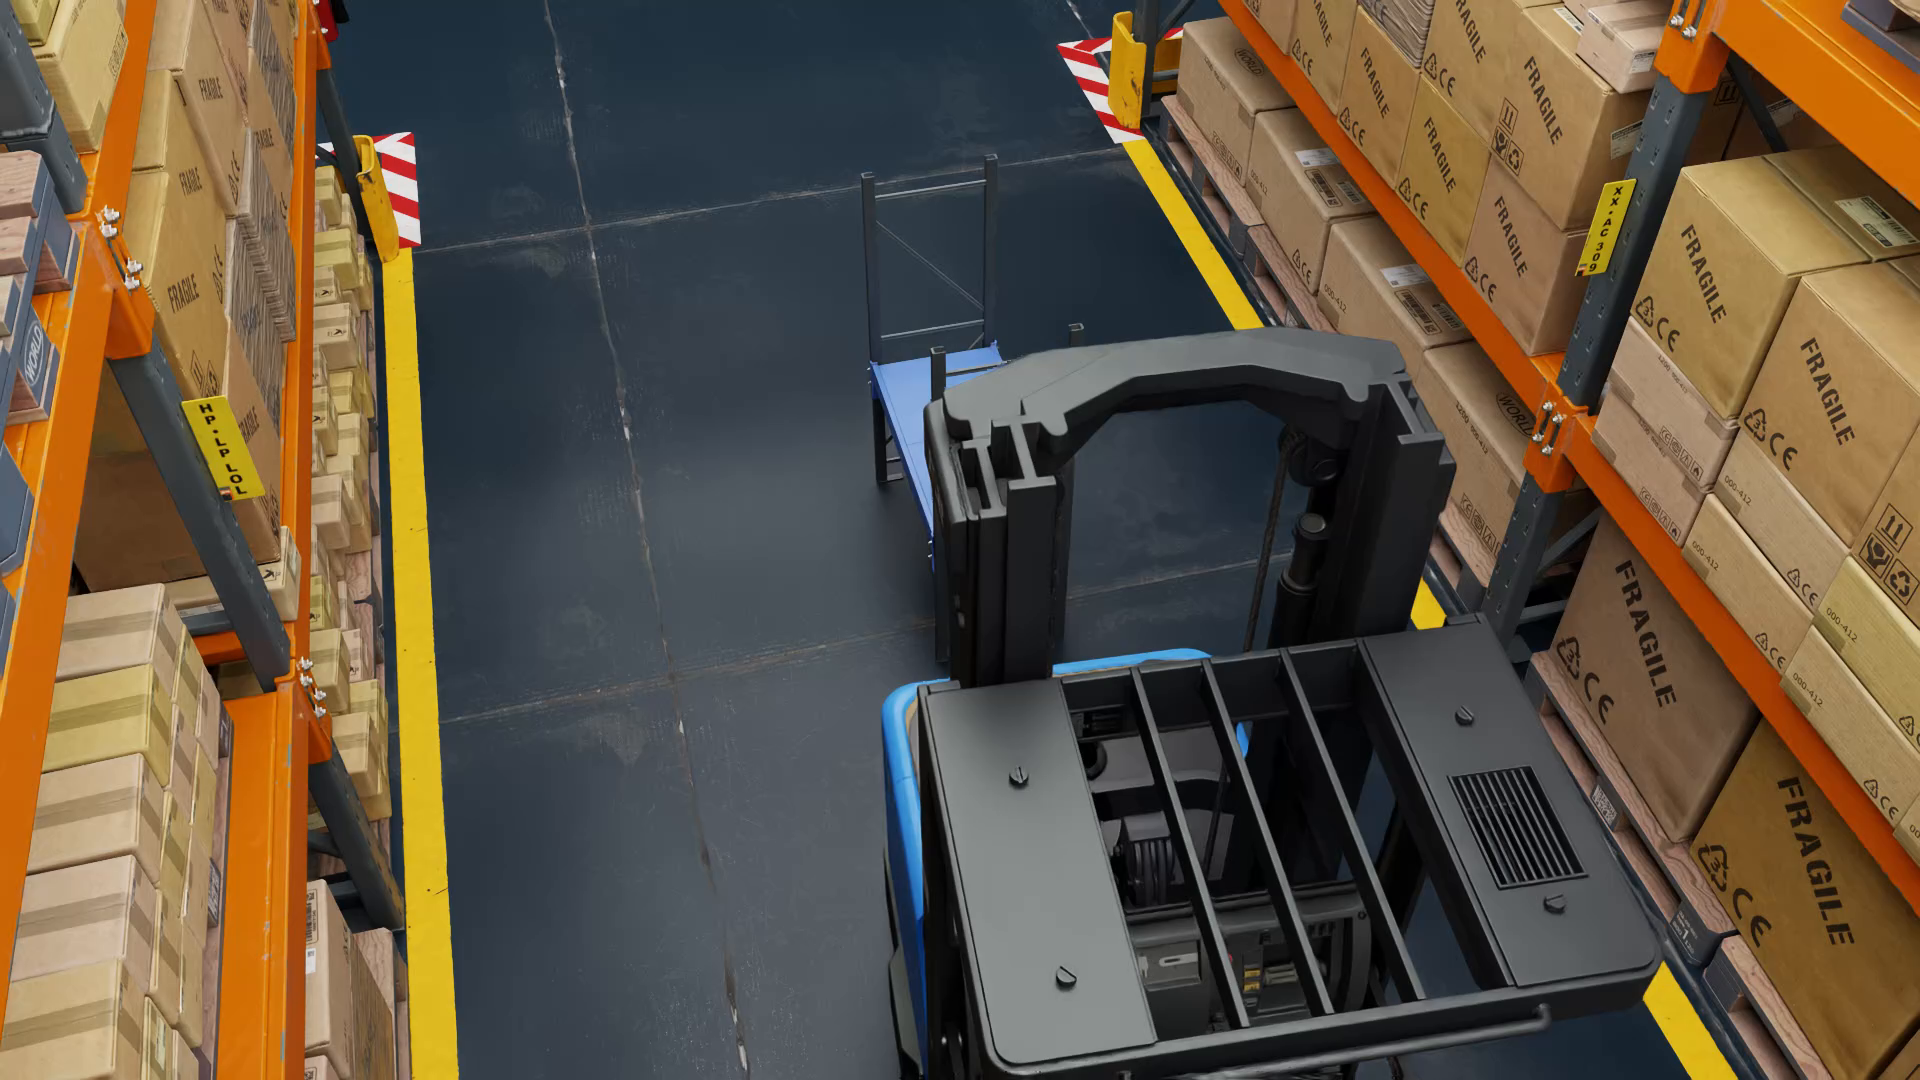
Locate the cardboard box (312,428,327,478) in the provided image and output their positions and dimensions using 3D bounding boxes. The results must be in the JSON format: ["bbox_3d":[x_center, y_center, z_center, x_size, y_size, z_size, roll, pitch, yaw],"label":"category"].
[{"bbox_3d":[-2.566,-0.250,6.180,0.380,0.149,0.250,-12,47,-12],"label":"cardboard box"}]

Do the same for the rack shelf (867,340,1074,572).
[{"bbox_3d":[0.022,-0.340,6.285,0.538,0.185,1.000,-11,47,-10],"label":"rack shelf"}]

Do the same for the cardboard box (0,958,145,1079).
[{"bbox_3d":[-1.776,0.979,3.155,0.380,0.149,0.250,-12,47,-12],"label":"cardboard box"}]

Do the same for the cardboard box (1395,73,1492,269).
[{"bbox_3d":[1.928,-1.348,5.901,0.500,0.500,0.500,-12,47,-11],"label":"cardboard box"}]

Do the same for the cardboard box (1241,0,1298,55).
[{"bbox_3d":[1.521,-2.399,6.931,0.500,0.500,0.500,-11,47,-11],"label":"cardboard box"}]

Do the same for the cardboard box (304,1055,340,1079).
[{"bbox_3d":[-1.775,1.580,4.032,0.500,0.250,0.500,-9,46,-8],"label":"cardboard box"}]

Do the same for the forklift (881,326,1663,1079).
[{"bbox_3d":[0.507,1.133,3.588,1.130,2.935,3.031,-7,46,-7],"label":"forklift"}]

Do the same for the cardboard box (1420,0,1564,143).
[{"bbox_3d":[1.921,-1.697,5.543,0.500,0.500,0.500,-11,47,-11],"label":"cardboard box"}]

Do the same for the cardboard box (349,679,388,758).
[{"bbox_3d":[-2.179,0.646,5.718,0.380,0.149,0.250,-9,46,-9],"label":"cardboard box"}]

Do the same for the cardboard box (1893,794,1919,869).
[{"bbox_3d":[2.657,0.780,3.991,0.500,0.250,0.500,-11,47,-11],"label":"cardboard box"}]

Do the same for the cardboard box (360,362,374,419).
[{"bbox_3d":[-2.666,-0.606,6.946,0.380,0.149,0.250,-13,47,-12],"label":"cardboard box"}]

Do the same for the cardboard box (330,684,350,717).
[{"bbox_3d":[-2.263,0.569,5.586,0.380,0.149,0.250,-10,46,-10],"label":"cardboard box"}]

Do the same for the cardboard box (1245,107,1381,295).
[{"bbox_3d":[1.915,-1.629,7.747,0.875,0.438,0.875,-10,46,-9],"label":"cardboard box"}]

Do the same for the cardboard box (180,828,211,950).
[{"bbox_3d":[-1.906,0.820,3.728,0.380,0.149,0.250,-11,47,-10],"label":"cardboard box"}]

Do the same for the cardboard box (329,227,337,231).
[{"bbox_3d":[-2.927,-1.223,7.342,0.380,0.149,0.250,-12,47,-11],"label":"cardboard box"}]

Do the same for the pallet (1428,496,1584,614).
[{"bbox_3d":[2.312,-0.249,6.846,1.003,0.211,1.213,-11,47,-10],"label":"pallet"}]

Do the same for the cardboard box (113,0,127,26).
[{"bbox_3d":[-2.329,-1.420,4.046,0.500,0.250,0.500,-11,47,-11],"label":"cardboard box"}]

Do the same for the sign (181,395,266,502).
[{"bbox_3d":[-1.793,-0.220,4.054,0.100,0.325,0.005,-11,47,-10],"label":"sign"}]

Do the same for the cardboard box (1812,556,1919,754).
[{"bbox_3d":[2.535,0.256,4.154,0.500,0.250,0.500,-10,46,-10],"label":"cardboard box"}]

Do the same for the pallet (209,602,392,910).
[{"bbox_3d":[-2.535,0.808,5.810,1.003,0.211,1.213,-11,47,-10],"label":"pallet"}]

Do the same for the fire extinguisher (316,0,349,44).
[{"bbox_3d":[-2.971,-2.573,7.486,0.296,0.674,0.183,-11,47,-10],"label":"fire extinguisher"}]

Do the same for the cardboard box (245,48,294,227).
[{"bbox_3d":[-2.605,-1.297,5.643,0.500,0.500,0.500,-9,46,-8],"label":"cardboard box"}]

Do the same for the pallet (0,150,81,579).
[{"bbox_3d":[-2.273,-0.249,2.925,1.213,0.211,1.003,-11,47,-10],"label":"pallet"}]

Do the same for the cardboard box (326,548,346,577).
[{"bbox_3d":[-2.475,0.026,6.118,0.380,0.149,0.250,-9,46,-8],"label":"cardboard box"}]

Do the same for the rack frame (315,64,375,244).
[{"bbox_3d":[-3.352,-2.472,7.073,1.000,3.000,0.127,-11,47,-10],"label":"rack frame"}]

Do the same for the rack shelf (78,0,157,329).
[{"bbox_3d":[-2.840,-1.889,4.905,1.077,0.370,4.000,-11,47,-10],"label":"rack shelf"}]

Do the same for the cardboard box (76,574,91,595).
[{"bbox_3d":[-2.628,0.223,4.607,0.380,0.149,0.250,-11,47,-11],"label":"cardboard box"}]

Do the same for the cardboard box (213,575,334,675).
[{"bbox_3d":[-2.342,0.290,5.651,0.380,0.149,0.250,-11,47,-11],"label":"cardboard box"}]

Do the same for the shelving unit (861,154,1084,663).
[{"bbox_3d":[0.022,-0.466,6.157,0.538,1.500,1.048,-11,47,-10],"label":"shelving unit"}]

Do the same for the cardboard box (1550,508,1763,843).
[{"bbox_3d":[2.667,0.325,5.525,0.875,0.875,0.875,-9,46,-9],"label":"cardboard box"}]

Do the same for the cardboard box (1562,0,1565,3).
[{"bbox_3d":[2.027,-1.828,5.217,0.380,0.149,0.250,-11,47,-10],"label":"cardboard box"}]

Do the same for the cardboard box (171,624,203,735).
[{"bbox_3d":[-2.036,0.365,3.966,0.380,0.149,0.250,-9,46,-9],"label":"cardboard box"}]

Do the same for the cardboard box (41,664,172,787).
[{"bbox_3d":[-1.967,0.449,3.675,0.380,0.149,0.250,-12,47,-12],"label":"cardboard box"}]

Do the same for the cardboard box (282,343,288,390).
[{"bbox_3d":[-2.407,-0.592,5.406,0.380,0.149,0.250,-10,46,-10],"label":"cardboard box"}]

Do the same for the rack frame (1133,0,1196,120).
[{"bbox_3d":[1.407,-3.447,8.028,1.000,3.000,0.127,-11,47,-10],"label":"rack frame"}]

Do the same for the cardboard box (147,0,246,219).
[{"bbox_3d":[-2.455,-1.264,4.910,0.500,0.500,0.500,-10,46,-10],"label":"cardboard box"}]

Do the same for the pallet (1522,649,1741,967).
[{"bbox_3d":[2.701,0.810,5.809,1.003,0.211,1.213,-11,47,-10],"label":"pallet"}]

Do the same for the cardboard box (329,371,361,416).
[{"bbox_3d":[-2.614,-0.519,6.652,0.380,0.149,0.250,-9,46,-8],"label":"cardboard box"}]

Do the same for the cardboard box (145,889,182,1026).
[{"bbox_3d":[-1.832,0.906,3.435,0.380,0.149,0.250,-12,47,-12],"label":"cardboard box"}]

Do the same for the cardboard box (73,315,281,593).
[{"bbox_3d":[-2.212,-0.238,4.604,0.500,0.500,0.500,-11,47,-11],"label":"cardboard box"}]

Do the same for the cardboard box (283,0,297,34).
[{"bbox_3d":[-2.989,-2.348,6.673,0.500,0.500,0.500,-10,46,-9],"label":"cardboard box"}]

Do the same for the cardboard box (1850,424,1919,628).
[{"bbox_3d":[2.549,-0.021,3.900,0.500,0.500,0.500,-12,47,-11],"label":"cardboard box"}]

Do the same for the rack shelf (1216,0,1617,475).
[{"bbox_3d":[1.919,-1.814,6.932,1.077,0.370,4.000,-11,47,-10],"label":"rack shelf"}]

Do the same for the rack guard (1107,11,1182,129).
[{"bbox_3d":[1.401,-2.589,8.937,1.175,0.500,0.348,-11,47,-10],"label":"rack guard"}]

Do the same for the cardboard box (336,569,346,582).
[{"bbox_3d":[-2.509,0.139,6.216,0.380,0.149,0.250,-13,47,-12],"label":"cardboard box"}]

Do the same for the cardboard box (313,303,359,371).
[{"bbox_3d":[-2.646,-0.805,6.724,0.380,0.149,0.250,-9,46,-9],"label":"cardboard box"}]

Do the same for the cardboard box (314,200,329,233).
[{"bbox_3d":[-2.963,-1.326,7.235,0.380,0.149,0.250,-10,46,-10],"label":"cardboard box"}]

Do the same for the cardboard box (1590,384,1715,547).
[{"bbox_3d":[2.288,-0.281,5.030,0.500,0.250,0.500,-12,47,-11],"label":"cardboard box"}]
